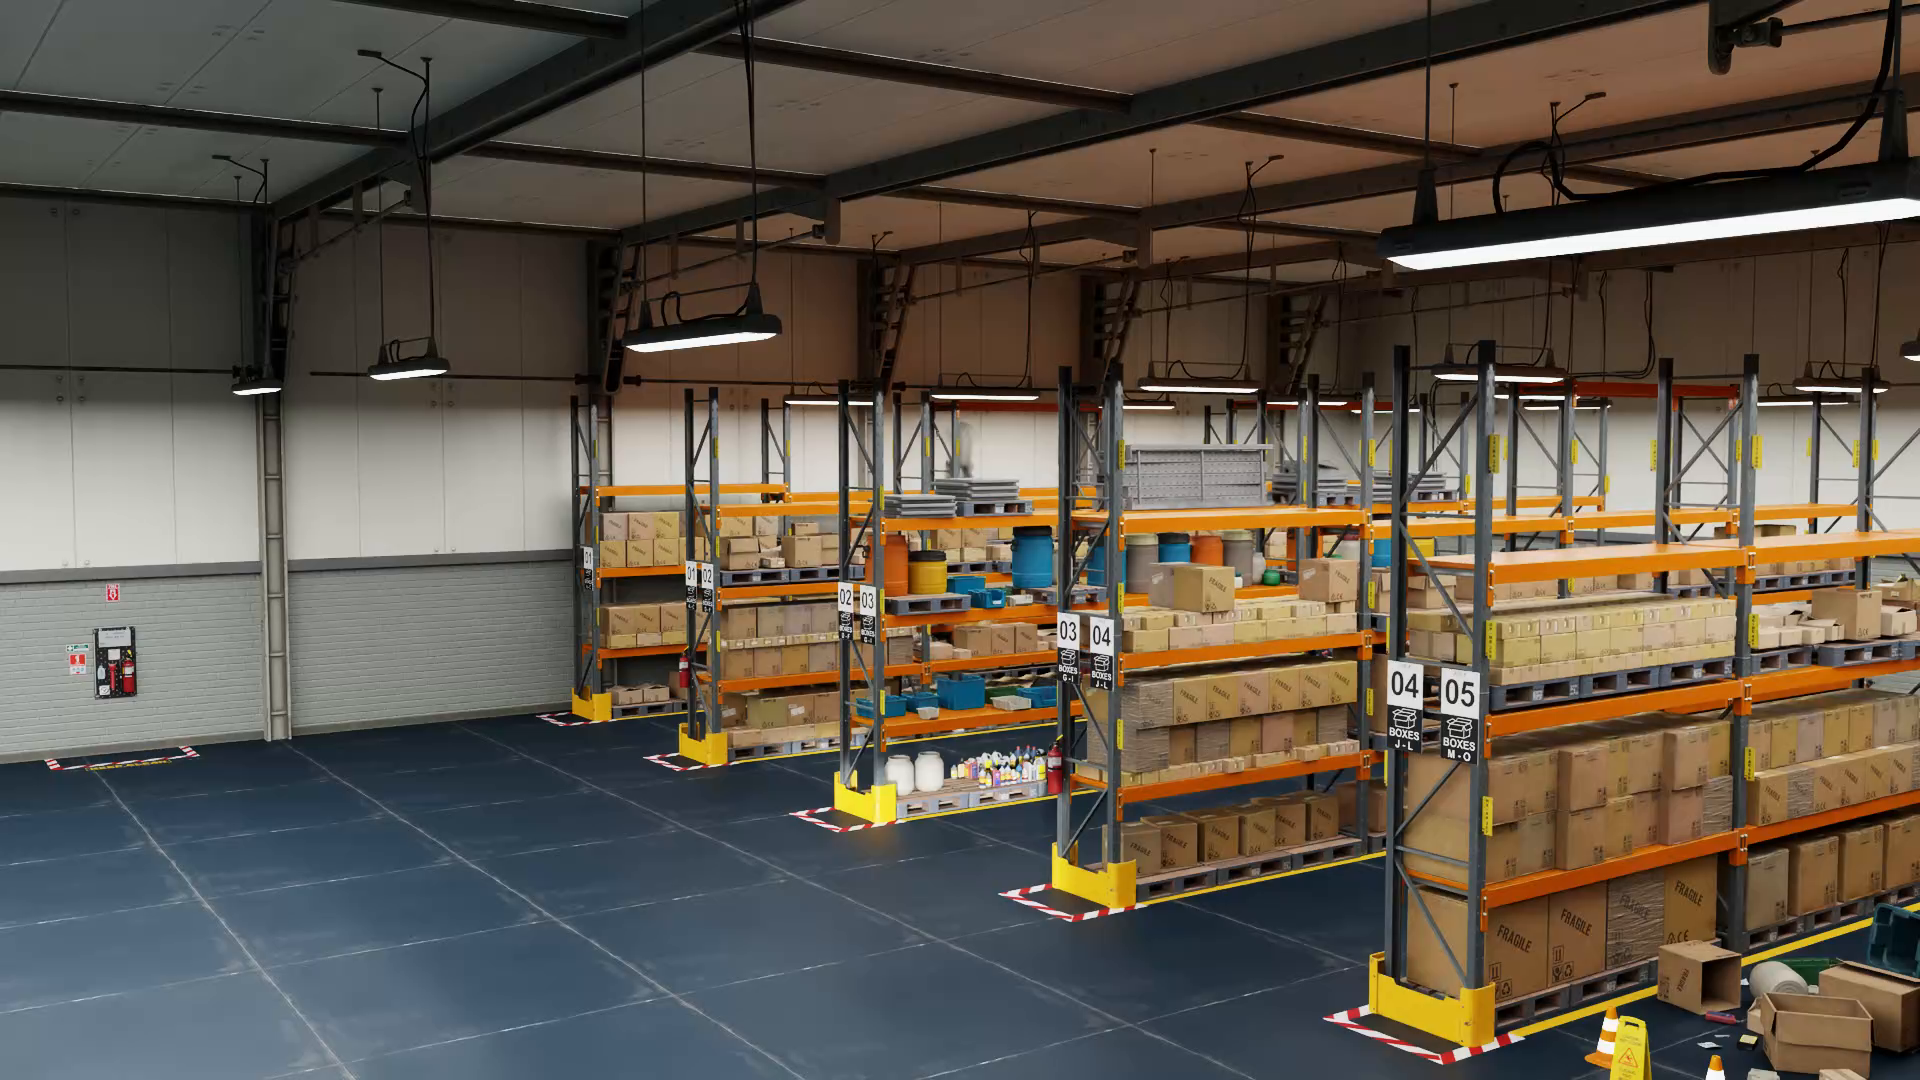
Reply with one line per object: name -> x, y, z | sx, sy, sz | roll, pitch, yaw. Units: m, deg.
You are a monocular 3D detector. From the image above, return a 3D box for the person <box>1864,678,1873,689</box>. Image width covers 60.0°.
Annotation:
person -> 13.421, 2.855, 24.762 | 0.548, 1.658, 0.613 | -3, 5, -41

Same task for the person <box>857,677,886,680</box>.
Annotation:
person -> -1.630, 2.403, 31.771 | 0.650, 1.781, 0.966 | 3, 5, 43
